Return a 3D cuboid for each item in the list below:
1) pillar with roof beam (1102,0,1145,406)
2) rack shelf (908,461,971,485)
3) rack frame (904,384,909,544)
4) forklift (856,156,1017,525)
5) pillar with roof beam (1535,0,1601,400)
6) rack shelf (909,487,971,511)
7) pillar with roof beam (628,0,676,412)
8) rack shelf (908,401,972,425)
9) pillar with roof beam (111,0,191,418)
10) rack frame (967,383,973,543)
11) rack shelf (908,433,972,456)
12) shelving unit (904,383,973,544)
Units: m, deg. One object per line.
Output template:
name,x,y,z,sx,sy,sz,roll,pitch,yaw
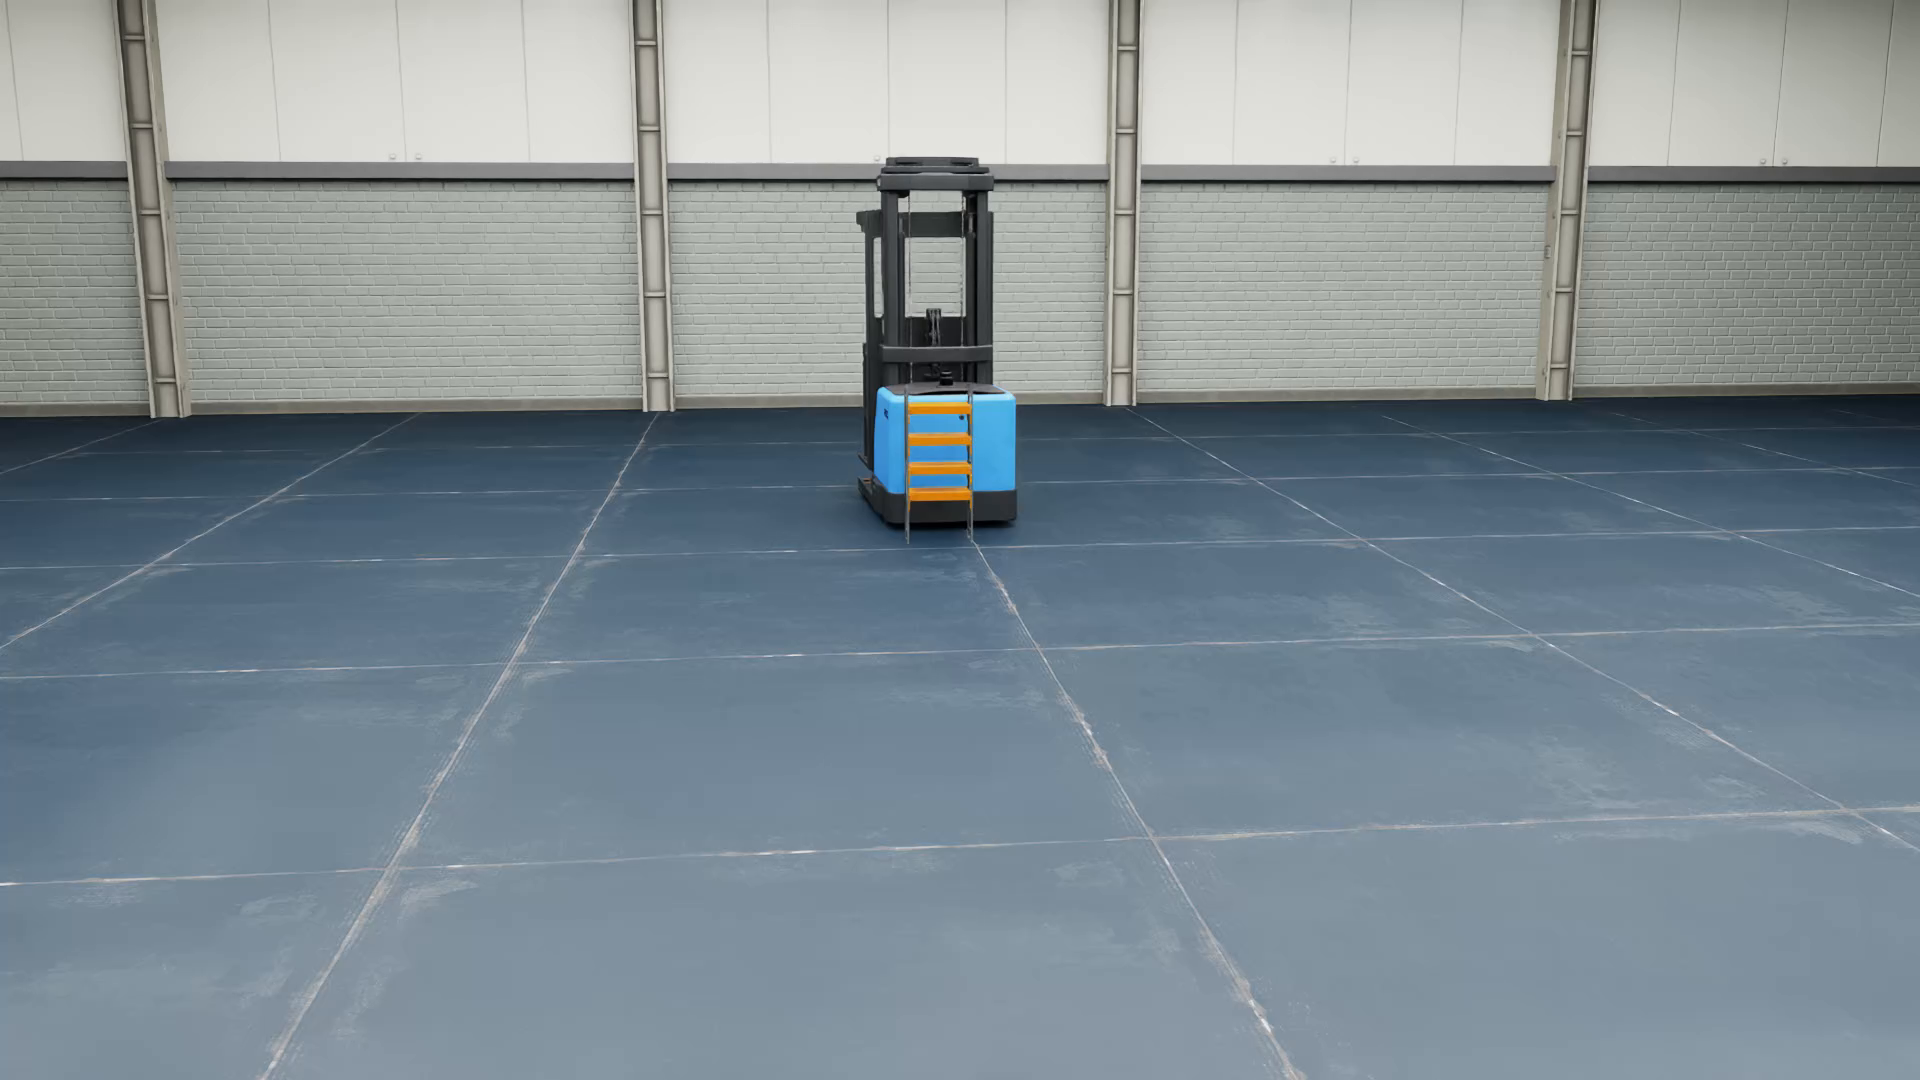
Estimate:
pillar with roof beam,2.571,-5.383,16.922,0.400,9.000,9.100,-1,11,-6
rack shelf,-0.165,-0.519,12.748,0.480,0.148,0.258,-1,11,-6
rack frame,-0.407,-0.580,12.709,0.015,1.200,0.240,-1,11,-6
forklift,-0.302,-1.799,14.423,1.130,2.935,3.031,-2,11,-10
pillar with roof beam,8.536,-5.508,17.558,0.400,9.000,9.100,-1,11,-6
rack shelf,-0.165,-0.324,12.786,0.480,0.148,0.258,-1,11,-6
pillar with roof beam,-3.394,-5.258,16.286,0.400,9.000,9.100,-1,11,-6
rack shelf,-0.165,-0.971,12.659,0.480,0.148,0.258,-1,11,-6
pillar with roof beam,-9.359,-5.133,15.650,0.400,9.000,9.100,-1,11,-6
rack frame,0.078,-0.590,12.761,0.015,1.200,0.240,-1,11,-6
rack shelf,-0.165,-0.739,12.705,0.480,0.148,0.258,-1,11,-6
shelving unit,-0.165,-0.585,12.735,0.503,1.200,0.258,-1,11,-6
